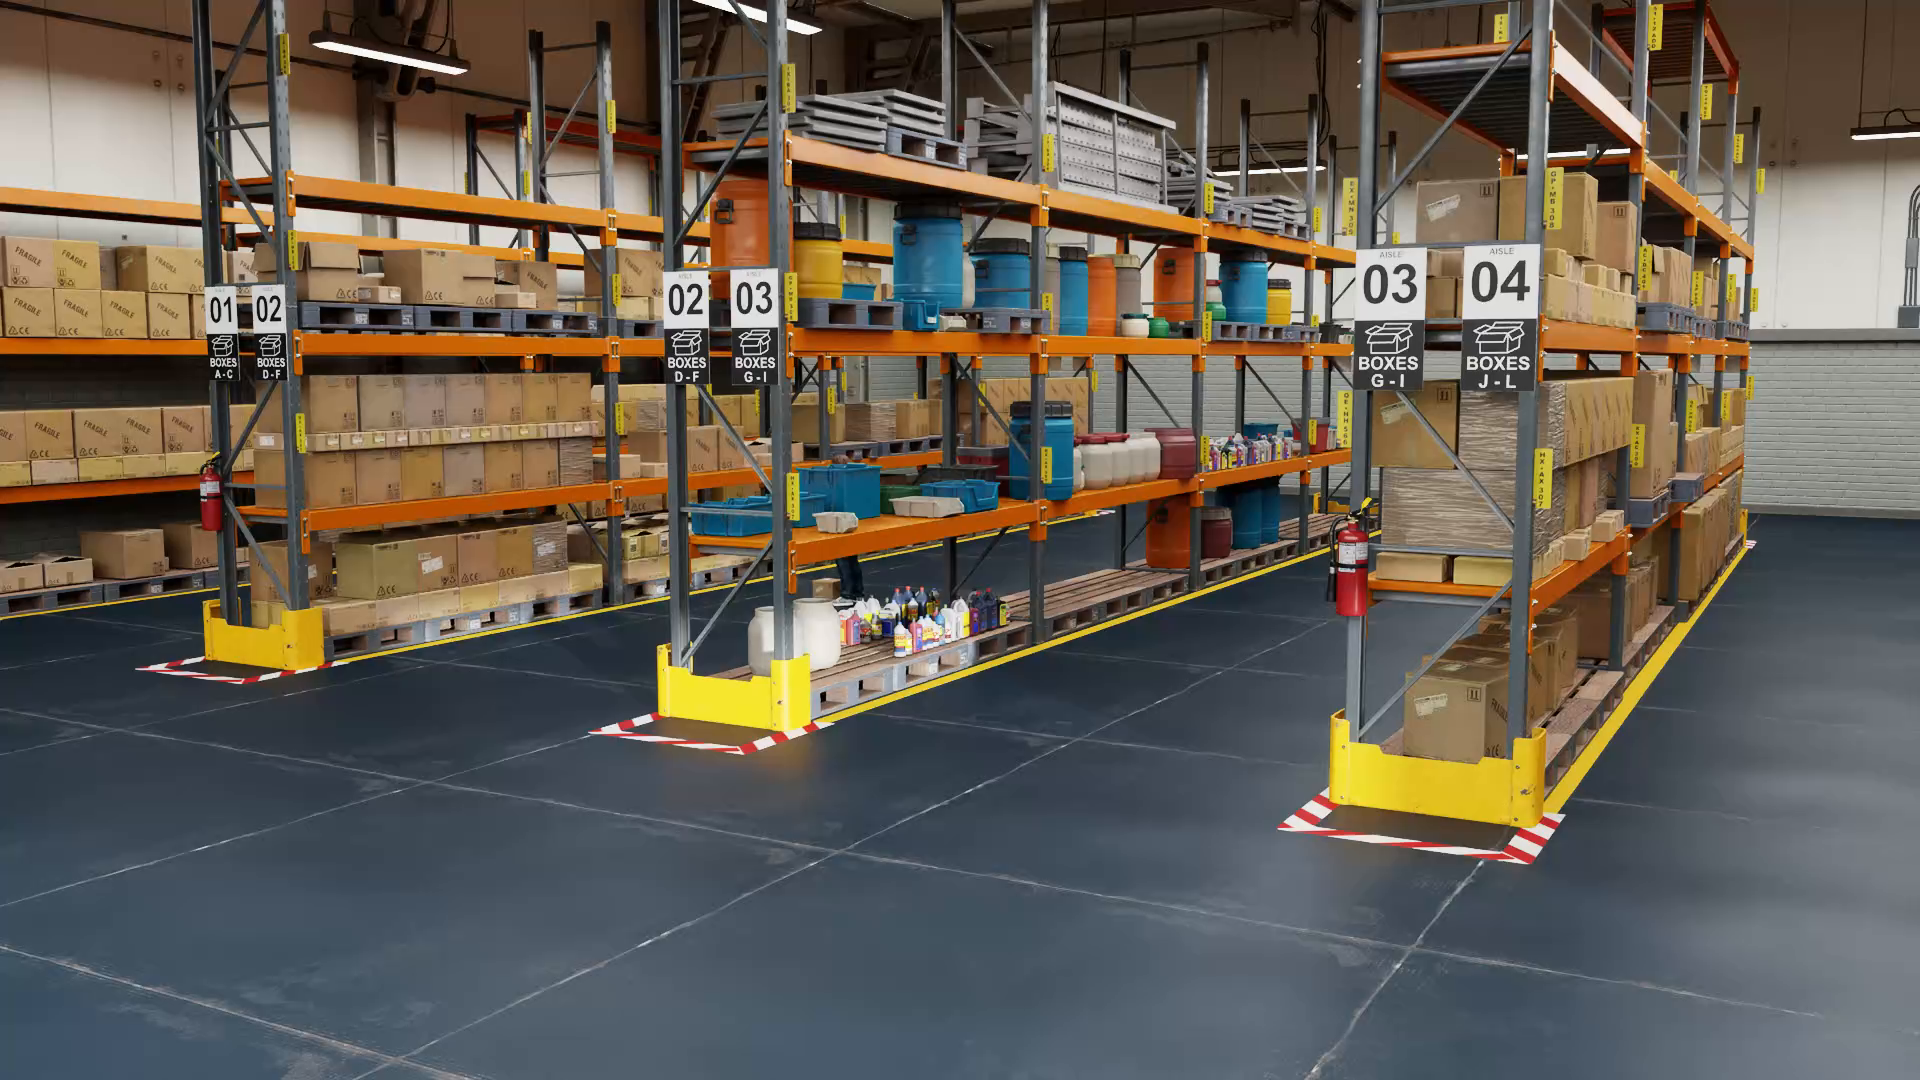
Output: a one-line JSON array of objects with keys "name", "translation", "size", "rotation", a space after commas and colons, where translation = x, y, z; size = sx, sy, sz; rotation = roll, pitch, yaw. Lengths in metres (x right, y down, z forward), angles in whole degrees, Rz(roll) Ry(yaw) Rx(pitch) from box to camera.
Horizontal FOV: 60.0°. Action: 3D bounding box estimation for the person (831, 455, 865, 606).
[{"name": "person", "translation": [-1.185, -0.105, 17.537], "size": [0.343, 1.593, 0.480], "rotation": [3, 7, 26]}]
